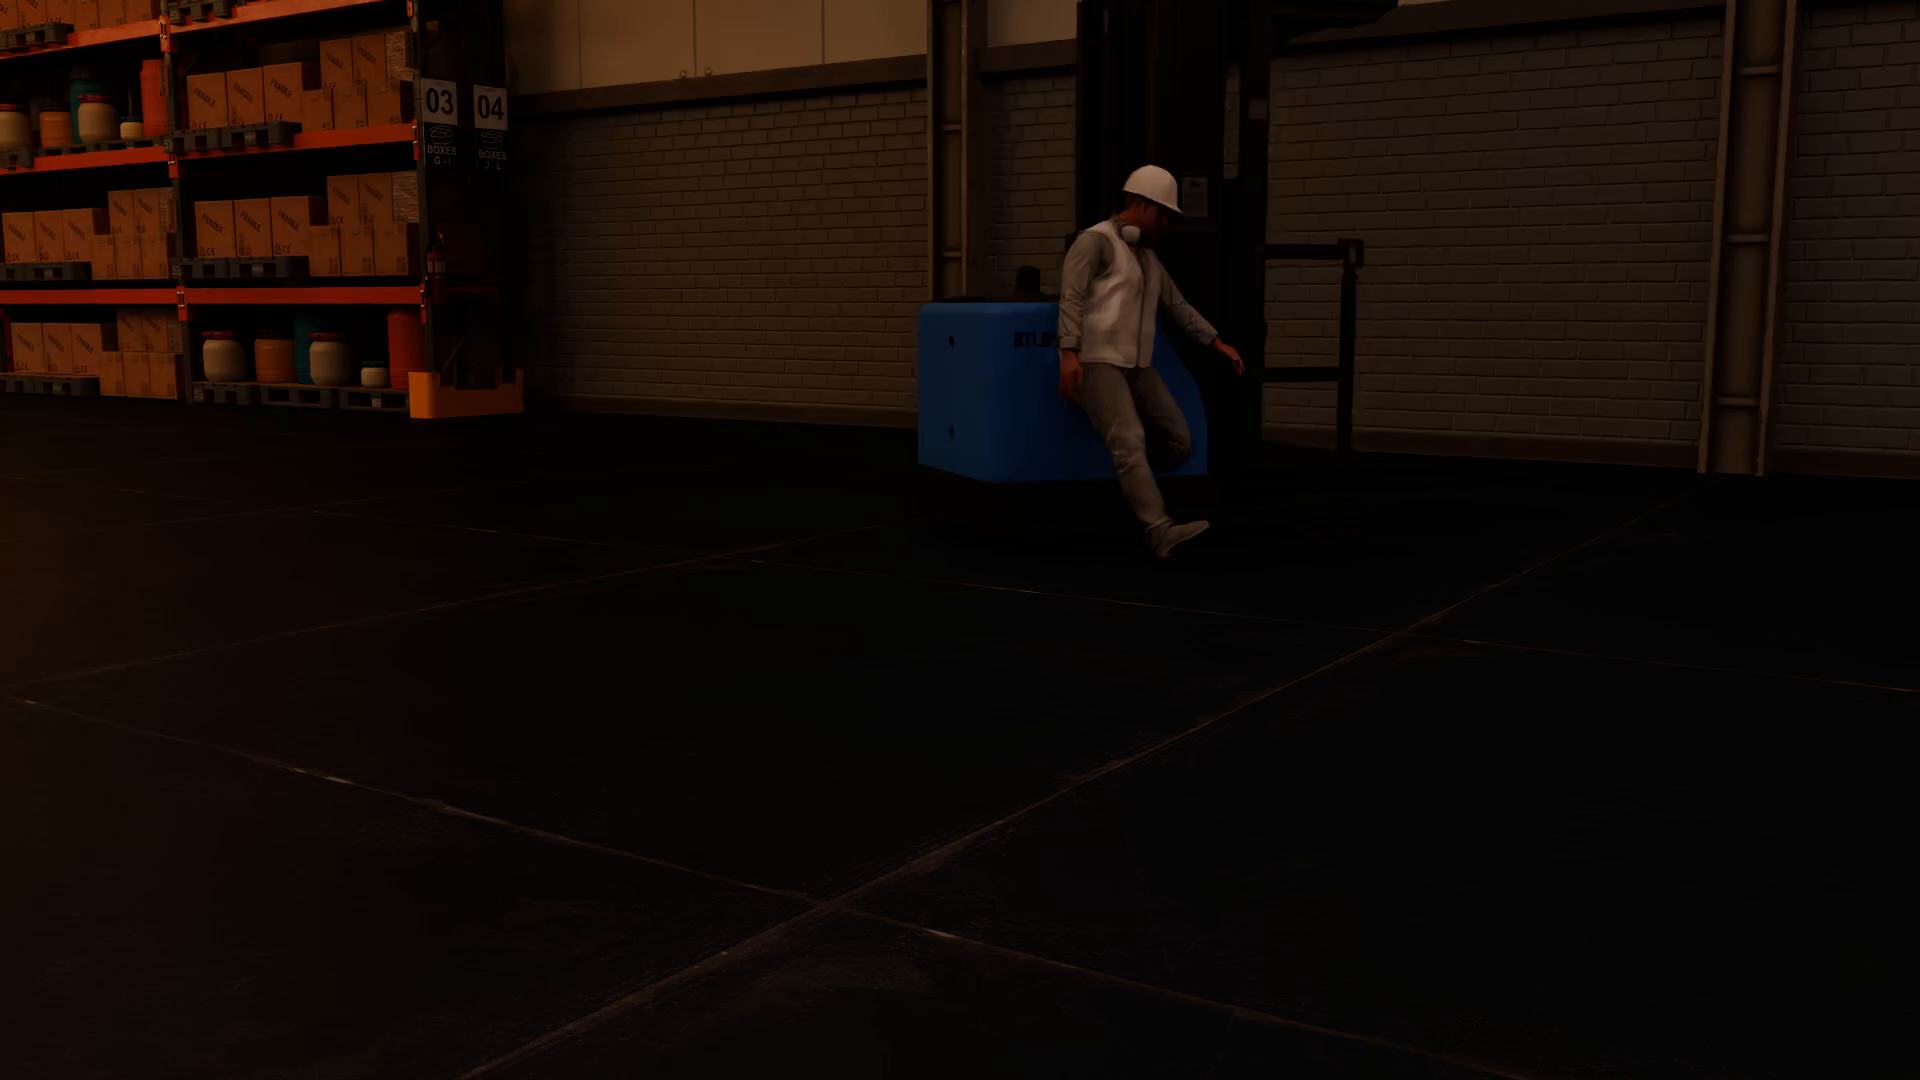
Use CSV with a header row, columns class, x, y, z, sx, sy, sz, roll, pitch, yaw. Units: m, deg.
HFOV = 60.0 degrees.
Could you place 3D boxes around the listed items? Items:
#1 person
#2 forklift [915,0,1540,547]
class,x,y,z,sx,sy,sz,roll,pitch,yaw
person,0.834,-0.761,7.063,0.918,1.644,0.875,8,11,43
forklift,1.358,-1.525,7.918,3.031,2.935,1.130,-3,9,-20
